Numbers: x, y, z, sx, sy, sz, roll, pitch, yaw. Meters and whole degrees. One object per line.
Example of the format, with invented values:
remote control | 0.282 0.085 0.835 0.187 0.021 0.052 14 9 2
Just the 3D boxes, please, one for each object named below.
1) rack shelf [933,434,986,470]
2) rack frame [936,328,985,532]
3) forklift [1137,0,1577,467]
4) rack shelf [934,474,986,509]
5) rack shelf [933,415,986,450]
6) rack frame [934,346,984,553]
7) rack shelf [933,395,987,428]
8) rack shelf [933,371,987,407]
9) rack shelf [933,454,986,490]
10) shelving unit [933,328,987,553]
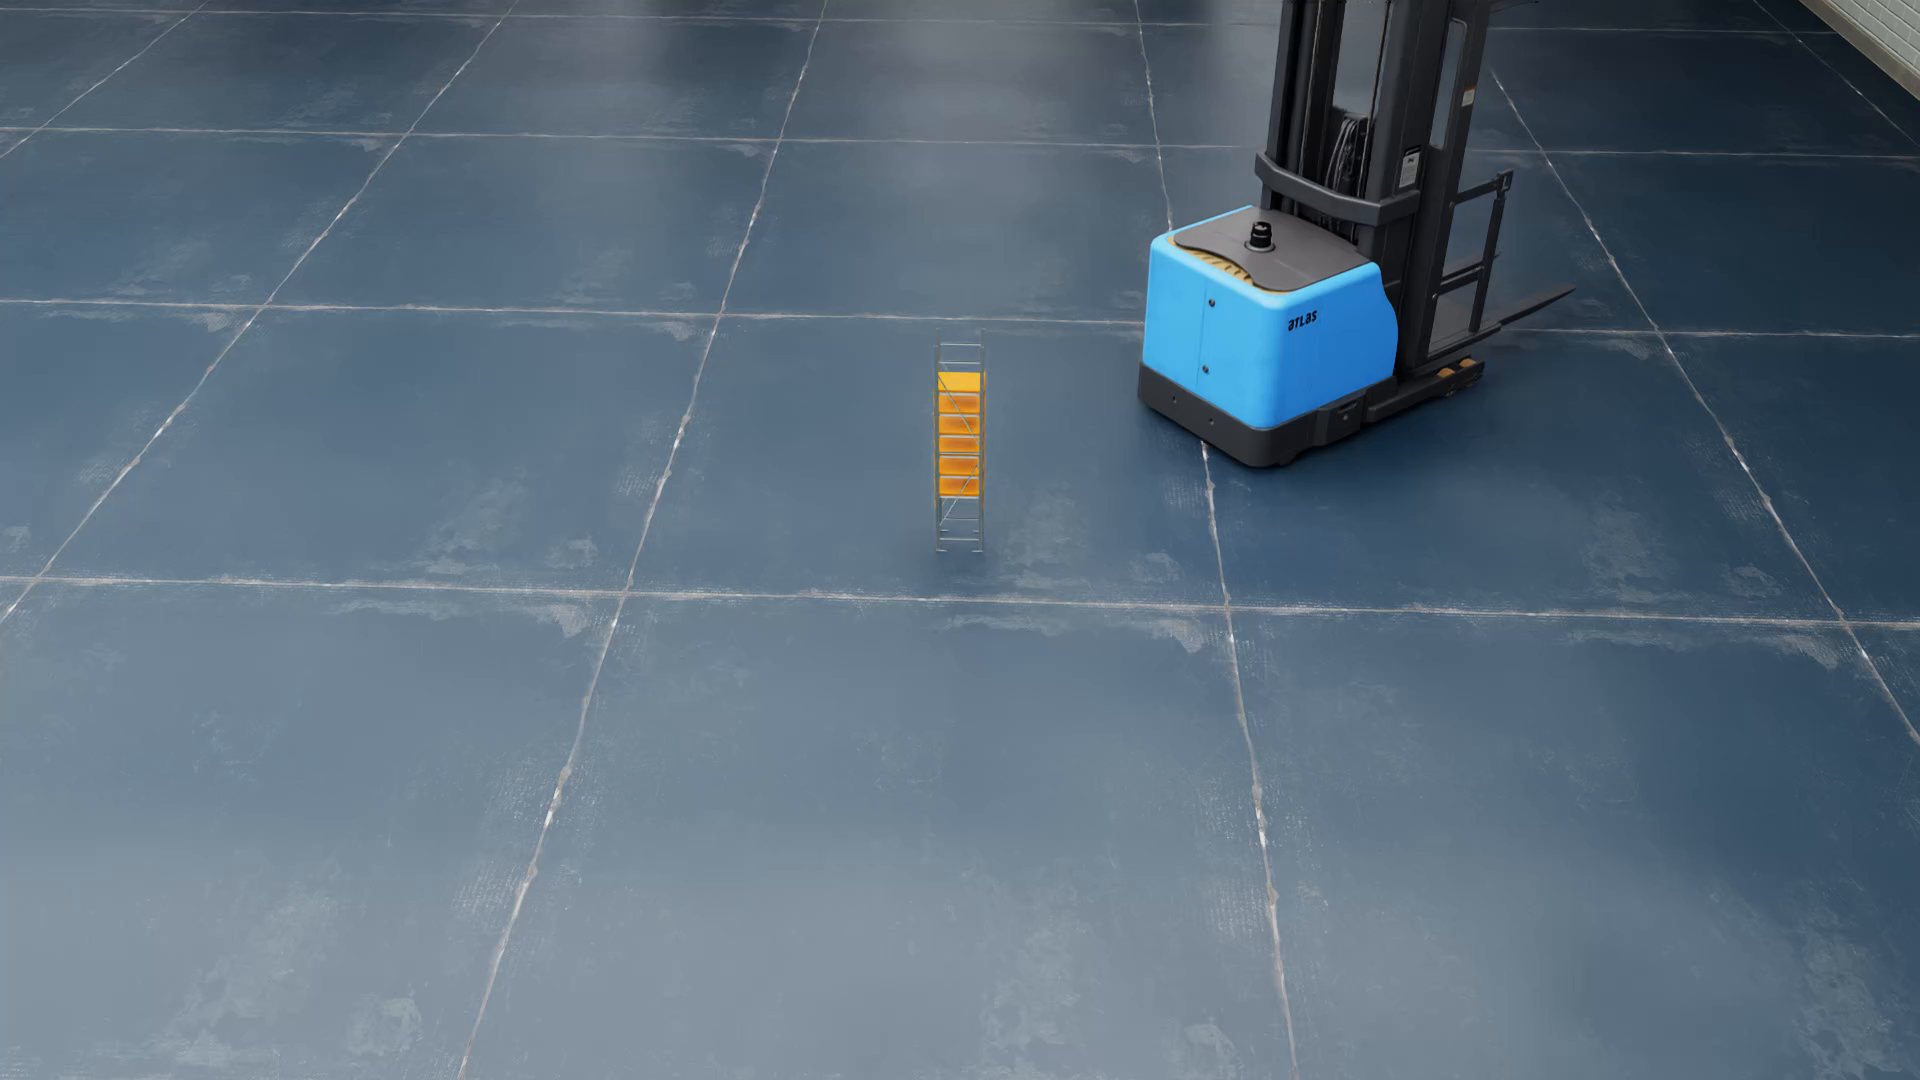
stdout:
rack shelf | -0.001 -0.446 8.364 0.258 0.103 0.180 1 35 2
rack frame | 0.003 -0.535 8.414 0.240 1.200 0.006 1 35 2
forklift | 2.529 -2.276 9.385 3.031 2.935 1.130 -23 41 -29
rack shelf | -0.001 -0.250 8.502 0.258 0.103 0.180 1 35 2
rack shelf | -0.001 -0.544 8.295 0.258 0.103 0.180 1 35 2
rack frame | -0.004 -0.430 8.264 0.240 1.200 0.006 1 35 2
rack shelf | -0.001 -0.643 8.226 0.258 0.103 0.180 1 35 2
rack shelf | -0.001 -0.741 8.157 0.258 0.103 0.180 1 35 2
rack shelf | -0.001 -0.348 8.433 0.258 0.103 0.180 1 35 2
shelving unit | -0.001 -0.483 8.339 0.258 1.200 0.189 1 35 2
